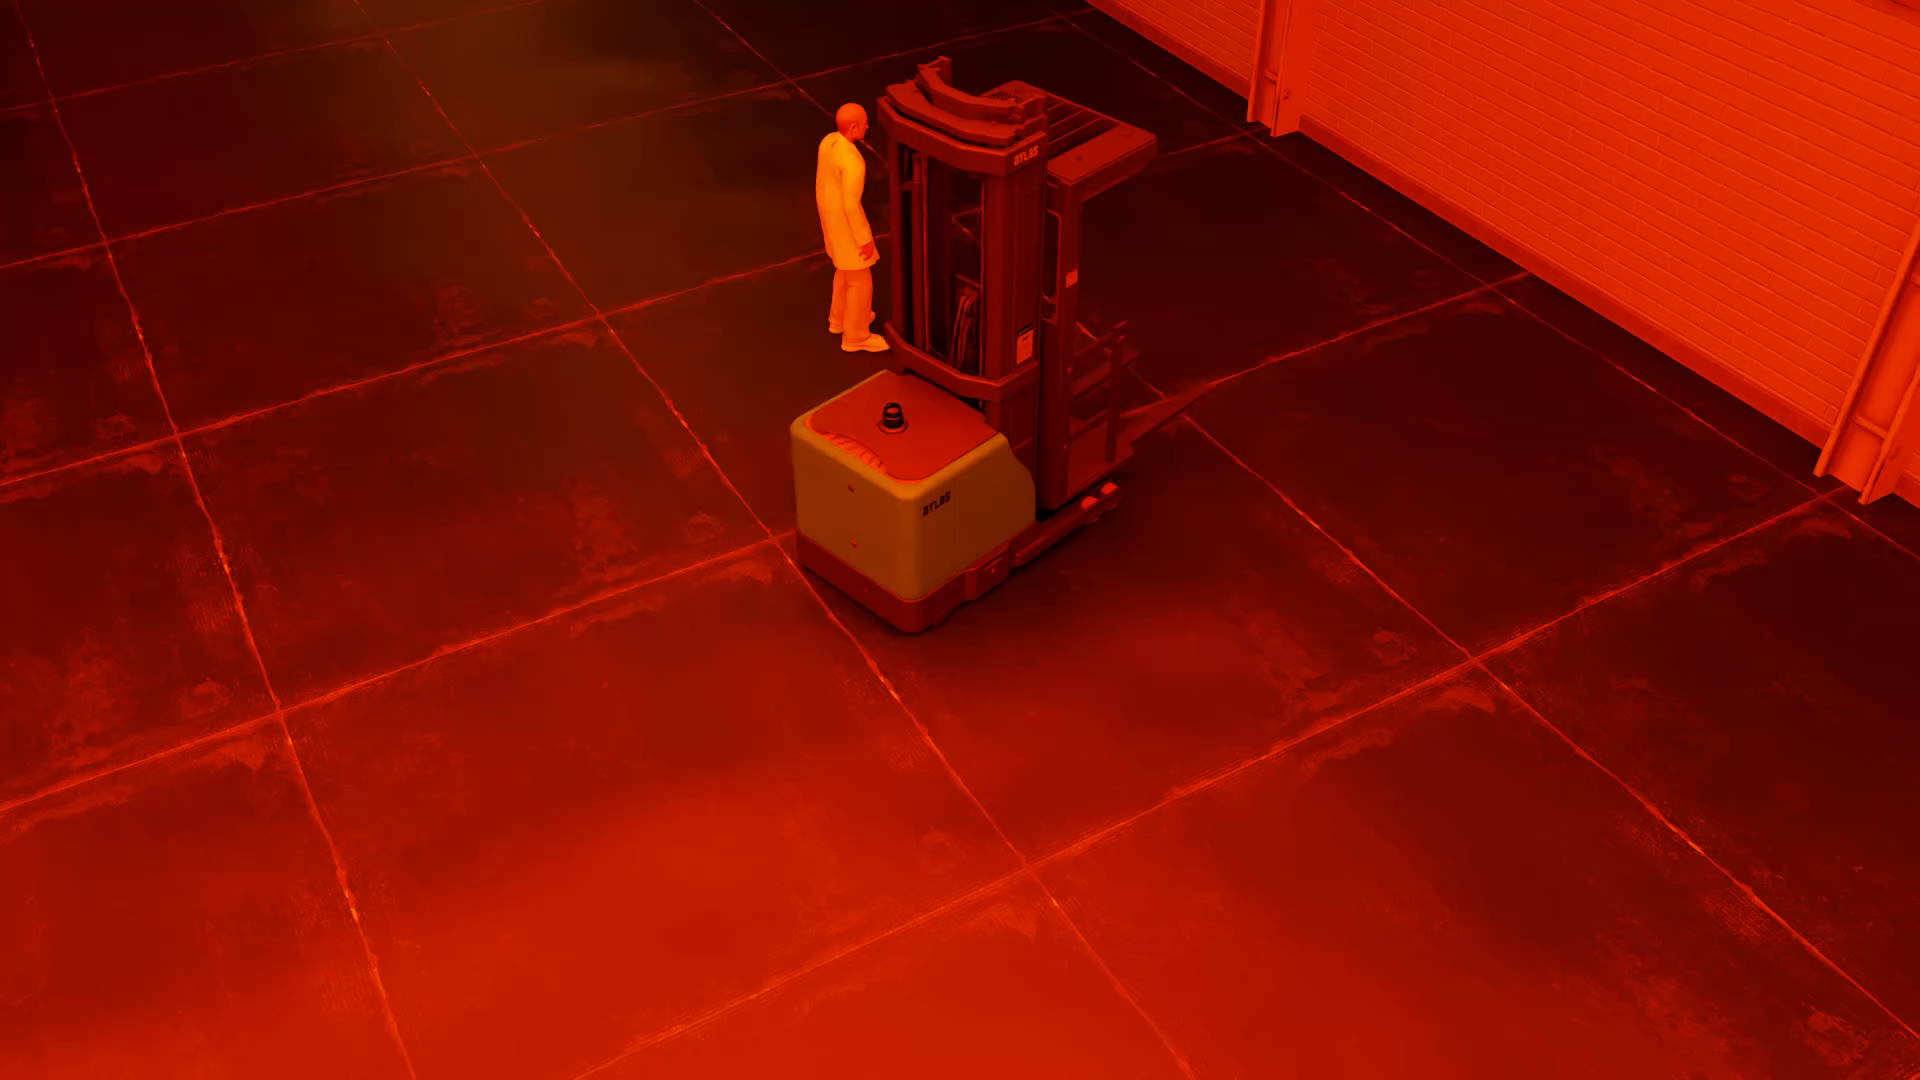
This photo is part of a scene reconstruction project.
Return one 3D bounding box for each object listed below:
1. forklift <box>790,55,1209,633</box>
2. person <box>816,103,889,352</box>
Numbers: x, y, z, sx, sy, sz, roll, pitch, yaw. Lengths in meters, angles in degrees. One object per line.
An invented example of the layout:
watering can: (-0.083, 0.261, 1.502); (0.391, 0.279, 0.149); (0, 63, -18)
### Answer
forklift: (0.395, -1.439, 9.771); (1.130, 2.935, 3.031); (32, 49, 32)
person: (-0.768, -2.185, 11.577); (0.422, 1.774, 0.653); (-13, 41, -16)
